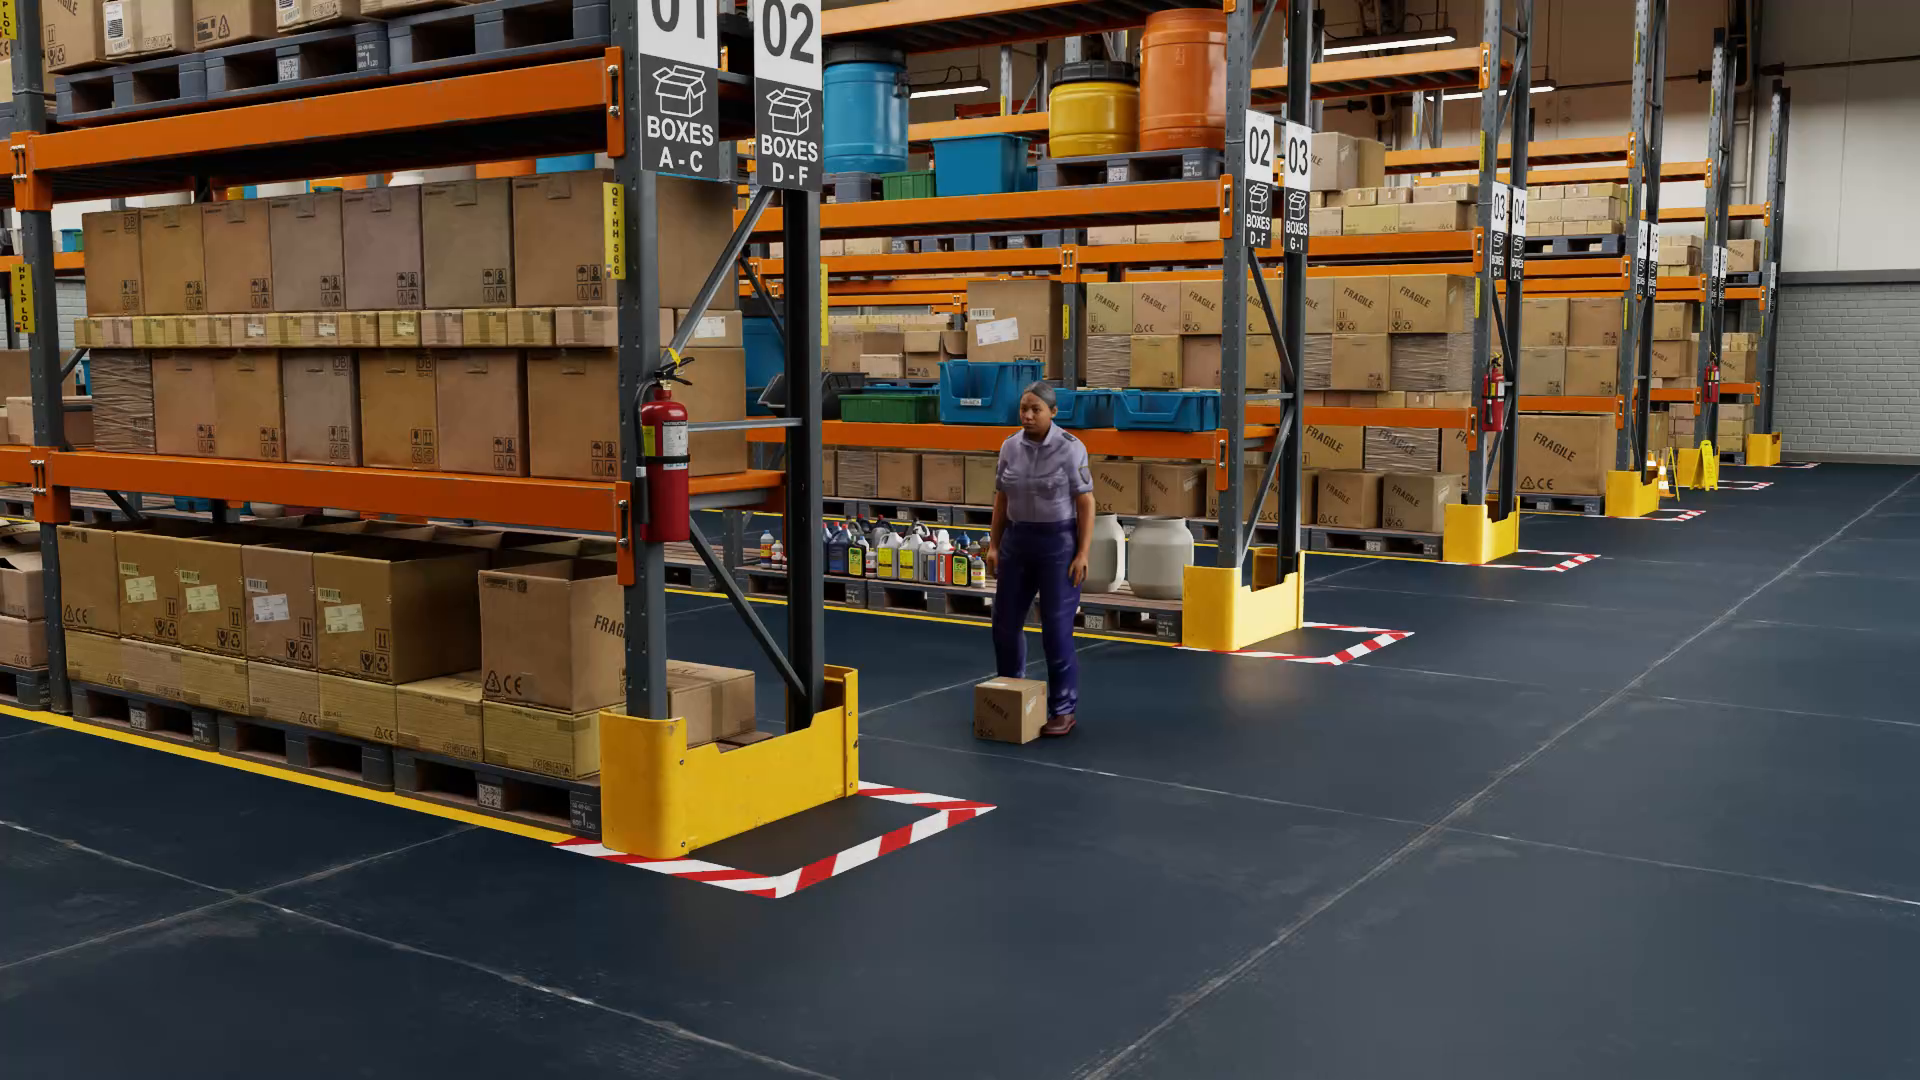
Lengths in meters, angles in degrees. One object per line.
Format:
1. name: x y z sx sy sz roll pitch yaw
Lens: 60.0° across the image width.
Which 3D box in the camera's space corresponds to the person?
1. person: 0.368 0.082 7.875 0.563 1.638 0.370 4 7 31
